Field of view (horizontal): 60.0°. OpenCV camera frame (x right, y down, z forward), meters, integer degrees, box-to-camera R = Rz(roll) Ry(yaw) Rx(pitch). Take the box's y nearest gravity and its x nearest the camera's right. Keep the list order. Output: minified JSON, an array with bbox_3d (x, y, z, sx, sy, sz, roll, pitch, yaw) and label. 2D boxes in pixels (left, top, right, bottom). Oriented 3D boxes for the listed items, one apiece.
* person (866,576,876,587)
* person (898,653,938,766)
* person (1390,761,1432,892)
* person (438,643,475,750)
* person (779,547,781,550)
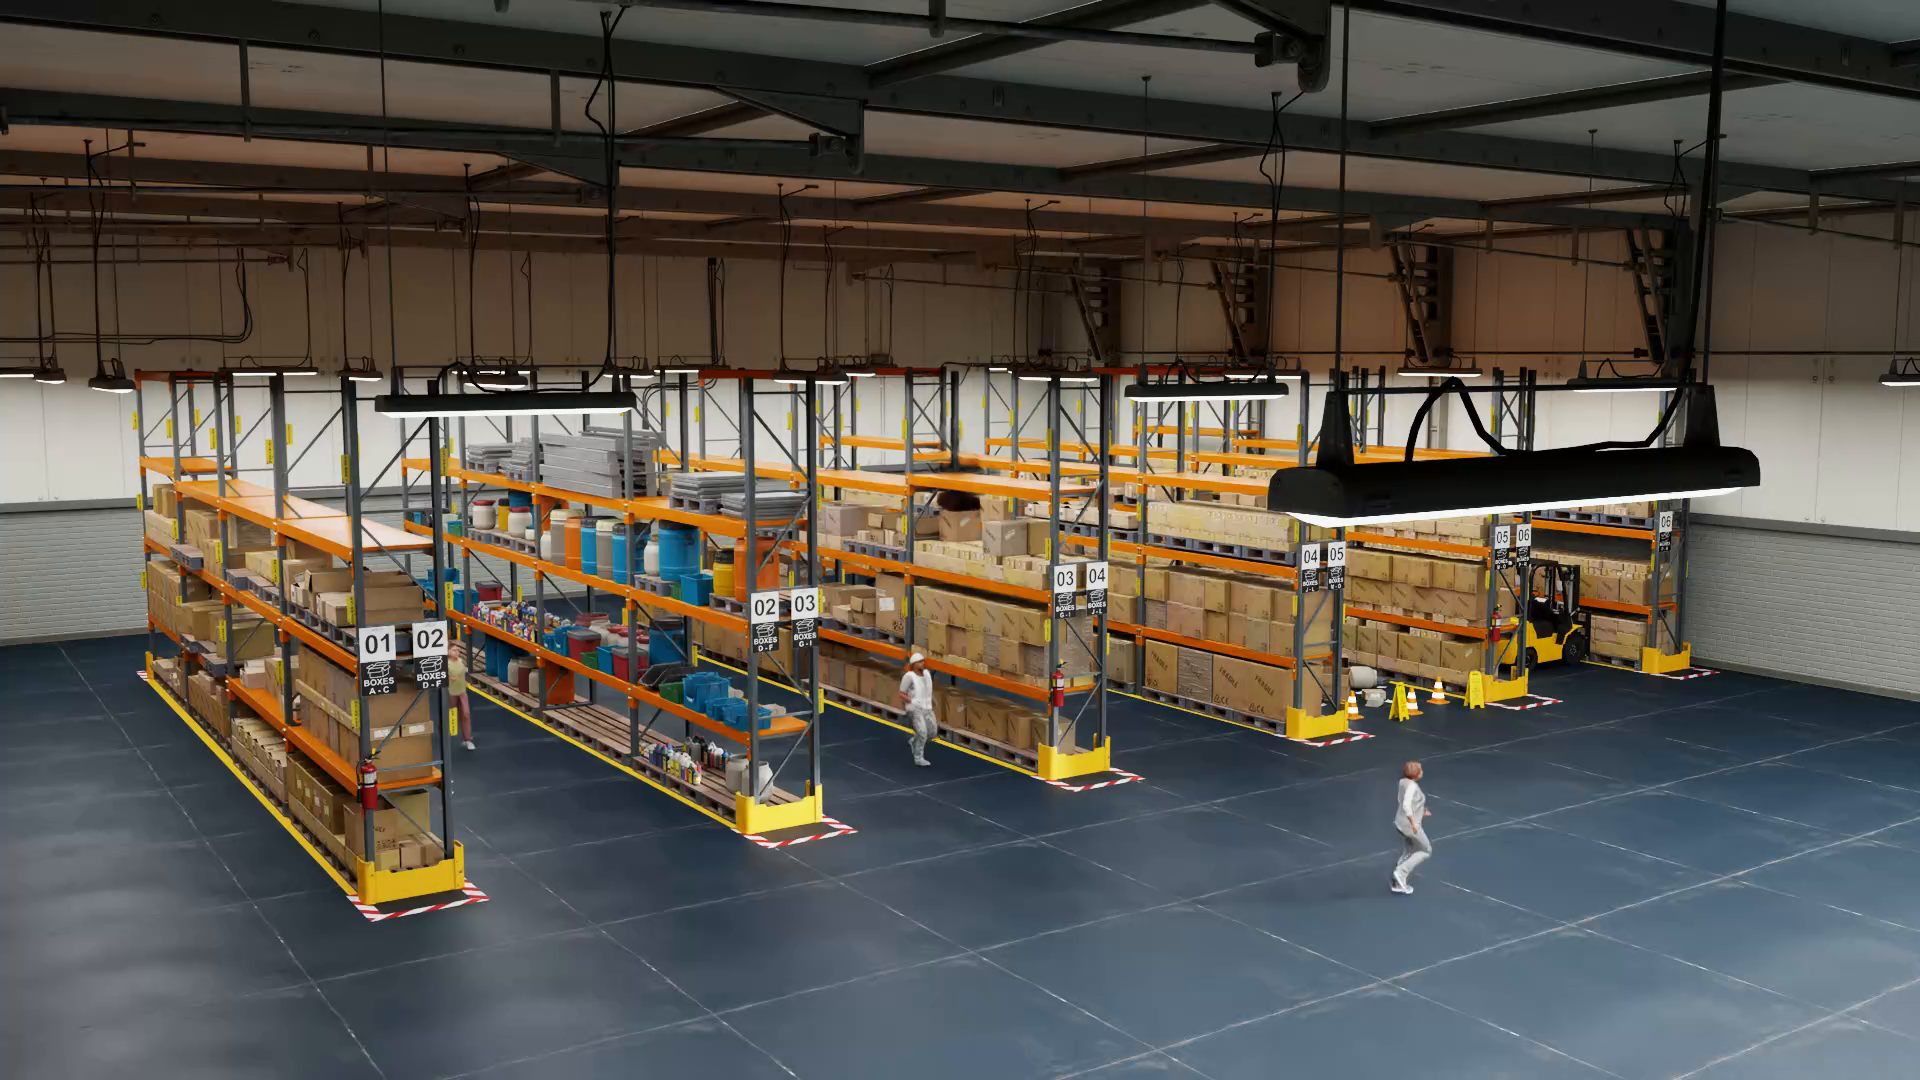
[{"bbox_3d":[-2.129,0.817,41.831,0.685,1.694,0.667,3,7,26],"label":"person"},{"bbox_3d":[-0.631,2.593,25.517,0.617,1.733,0.679,6,9,44],"label":"person"},{"bbox_3d":[5.309,3.359,19.492,0.530,1.567,0.545,-1,7,-9],"label":"person"},{"bbox_3d":[-8.088,2.477,26.614,0.951,1.673,0.574,6,9,44],"label":"person"},{"bbox_3d":[-4.539,0.926,40.585,0.677,1.654,0.770,2,7,18],"label":"person"}]
